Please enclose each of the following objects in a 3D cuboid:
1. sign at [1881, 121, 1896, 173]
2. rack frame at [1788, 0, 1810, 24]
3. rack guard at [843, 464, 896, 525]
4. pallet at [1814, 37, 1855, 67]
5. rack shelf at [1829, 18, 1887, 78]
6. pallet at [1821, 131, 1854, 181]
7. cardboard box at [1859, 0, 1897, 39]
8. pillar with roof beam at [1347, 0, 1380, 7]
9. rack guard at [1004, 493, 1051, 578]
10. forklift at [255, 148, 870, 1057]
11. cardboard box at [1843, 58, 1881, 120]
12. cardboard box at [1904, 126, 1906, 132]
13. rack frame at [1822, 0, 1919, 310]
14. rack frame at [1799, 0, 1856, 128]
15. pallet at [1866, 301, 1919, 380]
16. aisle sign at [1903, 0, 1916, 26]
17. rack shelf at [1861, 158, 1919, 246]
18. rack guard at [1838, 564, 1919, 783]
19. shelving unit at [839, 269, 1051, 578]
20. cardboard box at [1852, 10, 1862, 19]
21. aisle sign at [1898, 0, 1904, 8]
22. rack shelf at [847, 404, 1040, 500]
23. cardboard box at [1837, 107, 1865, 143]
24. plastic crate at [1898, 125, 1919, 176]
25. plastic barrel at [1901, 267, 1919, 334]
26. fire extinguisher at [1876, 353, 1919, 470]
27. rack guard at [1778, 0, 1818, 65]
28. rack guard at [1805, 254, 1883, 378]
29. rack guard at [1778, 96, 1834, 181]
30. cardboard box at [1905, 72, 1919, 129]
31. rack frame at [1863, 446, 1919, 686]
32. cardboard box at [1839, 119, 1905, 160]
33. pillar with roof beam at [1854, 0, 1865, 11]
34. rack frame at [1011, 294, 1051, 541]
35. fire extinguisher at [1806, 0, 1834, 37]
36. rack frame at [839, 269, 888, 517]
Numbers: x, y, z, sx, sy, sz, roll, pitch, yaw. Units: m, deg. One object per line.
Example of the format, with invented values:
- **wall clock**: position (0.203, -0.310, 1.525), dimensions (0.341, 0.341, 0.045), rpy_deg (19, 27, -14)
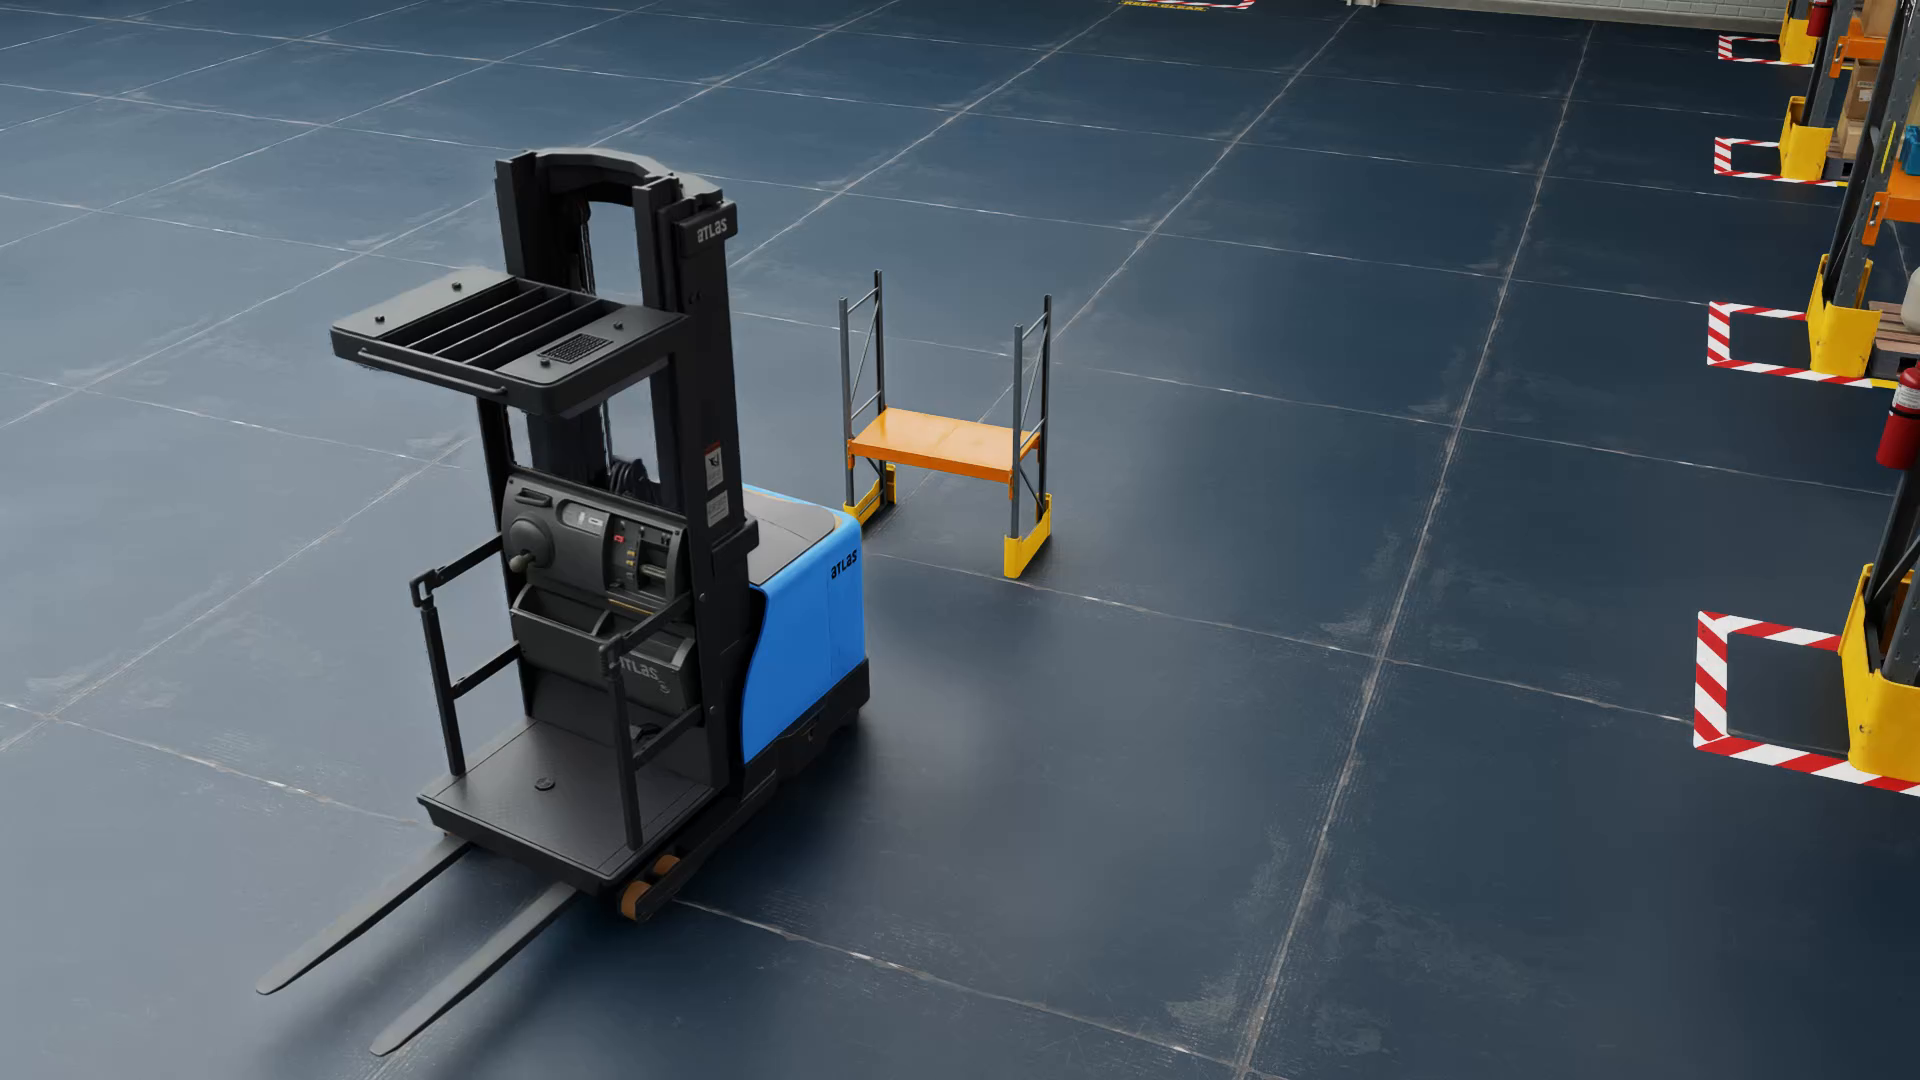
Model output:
- **sign**: position (6.155, -2.603, 11.026), dimensions (0.005, 0.325, 0.100), rpy_deg (11, 31, 19)
- **rack frame**: position (10.091, -7.250, 19.529), dimensions (0.127, 3.000, 1.000), rpy_deg (11, 31, 19)
- **rack guard**: position (-0.532, -0.215, 9.876), dimensions (0.087, 0.250, 0.587), rpy_deg (11, 31, 19)
- **pallet**: position (10.901, -5.856, 19.895), dimensions (1.213, 0.211, 1.003), rpy_deg (11, 31, 19)
- **rack shelf**: position (10.085, -4.308, 15.054), dimensions (4.000, 0.370, 1.077), rpy_deg (11, 31, 19)
- **pallet**: position (8.956, -3.654, 16.001), dimensions (1.213, 0.211, 1.003), rpy_deg (11, 31, 19)
- **cardboard box**: position (8.660, -4.942, 15.344), dimensions (0.500, 0.500, 0.700), rpy_deg (11, 31, 19)
- **pillar with roof beam**: position (3.886, -9.274, 17.012), dimensions (0.400, 9.000, 9.100), rpy_deg (11, 31, 19)
- **rack guard**: position (0.391, -0.031, 9.550), dimensions (0.087, 0.250, 0.587), rpy_deg (11, 31, 19)
- **forklift**: position (-1.621, 0.056, 6.672), dimensions (1.130, 2.935, 3.031), rpy_deg (16, 33, 26)
- **cardboard box**: position (8.841, -4.339, 15.985), dimensions (0.500, 0.500, 0.500), rpy_deg (11, 31, 19)
- **cardboard box**: position (9.110, -3.685, 15.589), dimensions (0.500, 0.250, 0.500), rpy_deg (11, 31, 19)
- **rack frame**: position (6.366, -2.733, 11.537), dimensions (0.127, 3.000, 1.000), rpy_deg (11, 31, 19)
- **rack frame**: position (8.232, -4.991, 15.531), dimensions (0.127, 3.000, 1.000), rpy_deg (11, 31, 19)
- **pallet**: position (7.205, -1.374, 11.966), dimensions (1.213, 0.211, 1.003), rpy_deg (11, 31, 19)
- **aisle sign**: position (6.189, -3.744, 10.684), dimensions (0.004, 0.787, 0.394), rpy_deg (11, 31, 19)
- **rack shelf**: position (8.219, -2.050, 11.059), dimensions (4.000, 0.370, 1.077), rpy_deg (11, 31, 19)
- **rack guard**: position (4.574, 0.628, 8.131), dimensions (0.348, 0.500, 1.175), rpy_deg (11, 31, 19)
- **shelving unit**: position (-0.071, -0.667, 9.406), dimensions (1.083, 1.500, 0.587), rpy_deg (11, 31, 19)
- **cardboard box**: position (10.698, -6.102, 19.783), dimensions (0.500, 0.311, 0.500), rpy_deg (8, 30, 13)
- **aisle sign**: position (6.411, -4.013, 11.160), dimensions (0.004, 0.787, 0.394), rpy_deg (11, 31, 19)
- **rack shelf**: position (-0.079, -0.512, 9.497), dimensions (1.000, 0.185, 0.538), rpy_deg (11, 31, 19)
- **cardboard box**: position (8.840, -4.012, 16.167), dimensions (0.500, 0.250, 0.500), rpy_deg (11, 31, 19)
- **plastic crate**: position (6.942, -2.712, 11.651), dimensions (0.616, 0.251, 0.499), rpy_deg (11, 31, 19)
- **plastic barrel**: position (7.005, -1.746, 11.892), dimensions (0.421, 0.512, 0.421), rpy_deg (0, 29, 0)
- **fire extinguisher**: position (4.571, -0.672, 7.969), dimensions (0.183, 0.674, 0.296), rpy_deg (11, 31, 19)
- **rack guard**: position (10.161, -6.148, 20.119), dimensions (0.348, 0.500, 1.175), rpy_deg (11, 31, 19)
- **rack guard**: position (6.454, -1.652, 12.165), dimensions (0.348, 0.500, 1.175), rpy_deg (11, 31, 19)
- **rack guard**: position (8.210, -3.907, 16.154), dimensions (0.348, 0.500, 1.175), rpy_deg (11, 31, 19)
- **cardboard box**: position (9.109, -4.011, 15.403), dimensions (0.500, 0.500, 0.500), rpy_deg (11, 31, 19)
- **rack frame**: position (4.504, -0.475, 7.541), dimensions (0.127, 3.000, 1.000), rpy_deg (11, 31, 19)
- **cardboard box**: position (8.645, -3.776, 15.750), dimensions (0.500, 0.250, 0.500), rpy_deg (11, 31, 19)
- **pillar with roof beam**: position (9.446, -8.164, 15.048), dimensions (0.400, 9.000, 9.100), rpy_deg (11, 31, 19)
- **rack frame**: position (0.392, -0.575, 9.242), dimensions (0.032, 1.500, 0.500), rpy_deg (11, 31, 19)
- **fire extinguisher**: position (8.297, -5.191, 15.964), dimensions (0.183, 0.674, 0.296), rpy_deg (11, 31, 19)
- **rack frame**: position (-0.550, -0.763, 9.575), dimensions (0.032, 1.500, 0.500), rpy_deg (11, 31, 19)
